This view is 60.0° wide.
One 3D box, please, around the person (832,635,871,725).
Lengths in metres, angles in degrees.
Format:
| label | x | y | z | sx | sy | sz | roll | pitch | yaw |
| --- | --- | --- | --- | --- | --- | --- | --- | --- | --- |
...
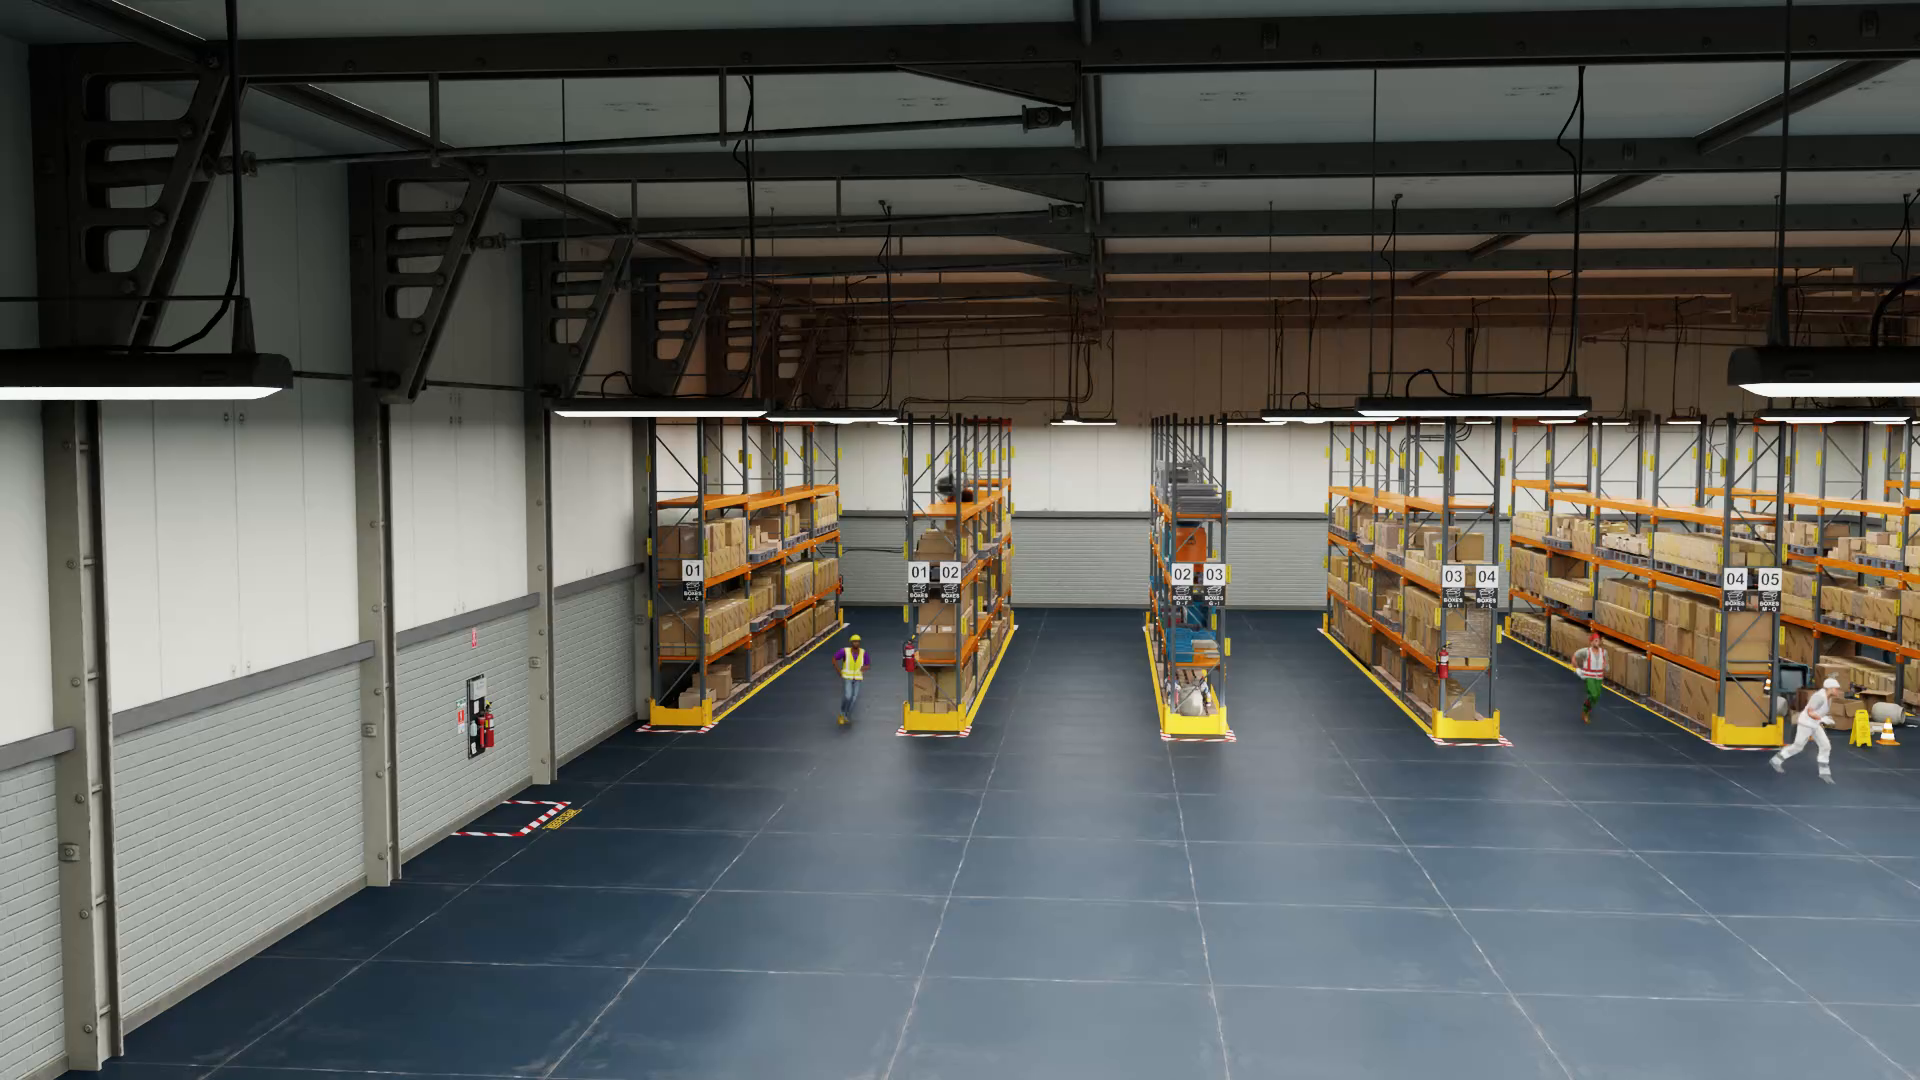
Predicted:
| label | x | y | z | sx | sy | sz | roll | pitch | yaw |
| --- | --- | --- | --- | --- | --- | --- | --- | --- | --- |
| person | -2.065 | 2.694 | 32.131 | 0.696 | 1.748 | 0.652 | -2 | 4 | -23 |

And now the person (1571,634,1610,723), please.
| label | x | y | z | sx | sy | sz | roll | pitch | yaw |
| --- | --- | --- | --- | --- | --- | --- | --- | --- | --- |
| person | 12.220 | 2.672 | 32.079 | 0.650 | 1.735 | 0.686 | -1 | 4 | -11 |

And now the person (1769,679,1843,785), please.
| label | x | y | z | sx | sy | sz | roll | pitch | yaw |
| --- | --- | --- | --- | --- | --- | --- | --- | --- | --- |
| person | 13.753 | 3.074 | 27.044 | 1.060 | 1.731 | 0.703 | 3 | 5 | 41 |

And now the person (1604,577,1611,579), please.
| label | x | y | z | sx | sy | sz | roll | pitch | yaw |
| --- | --- | --- | --- | --- | --- | --- | --- | --- | --- |
| person | 17.383 | 1.848 | 44.662 | 0.704 | 1.734 | 0.724 | -1 | 4 | -9 |

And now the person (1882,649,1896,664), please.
| label | x | y | z | sx | sy | sz | roll | pitch | yaw |
| --- | --- | --- | --- | --- | --- | --- | --- | --- | --- |
| person | 21.403 | 2.355 | 38.124 | 0.504 | 1.638 | 0.711 | 0 | 4 | 5 |
